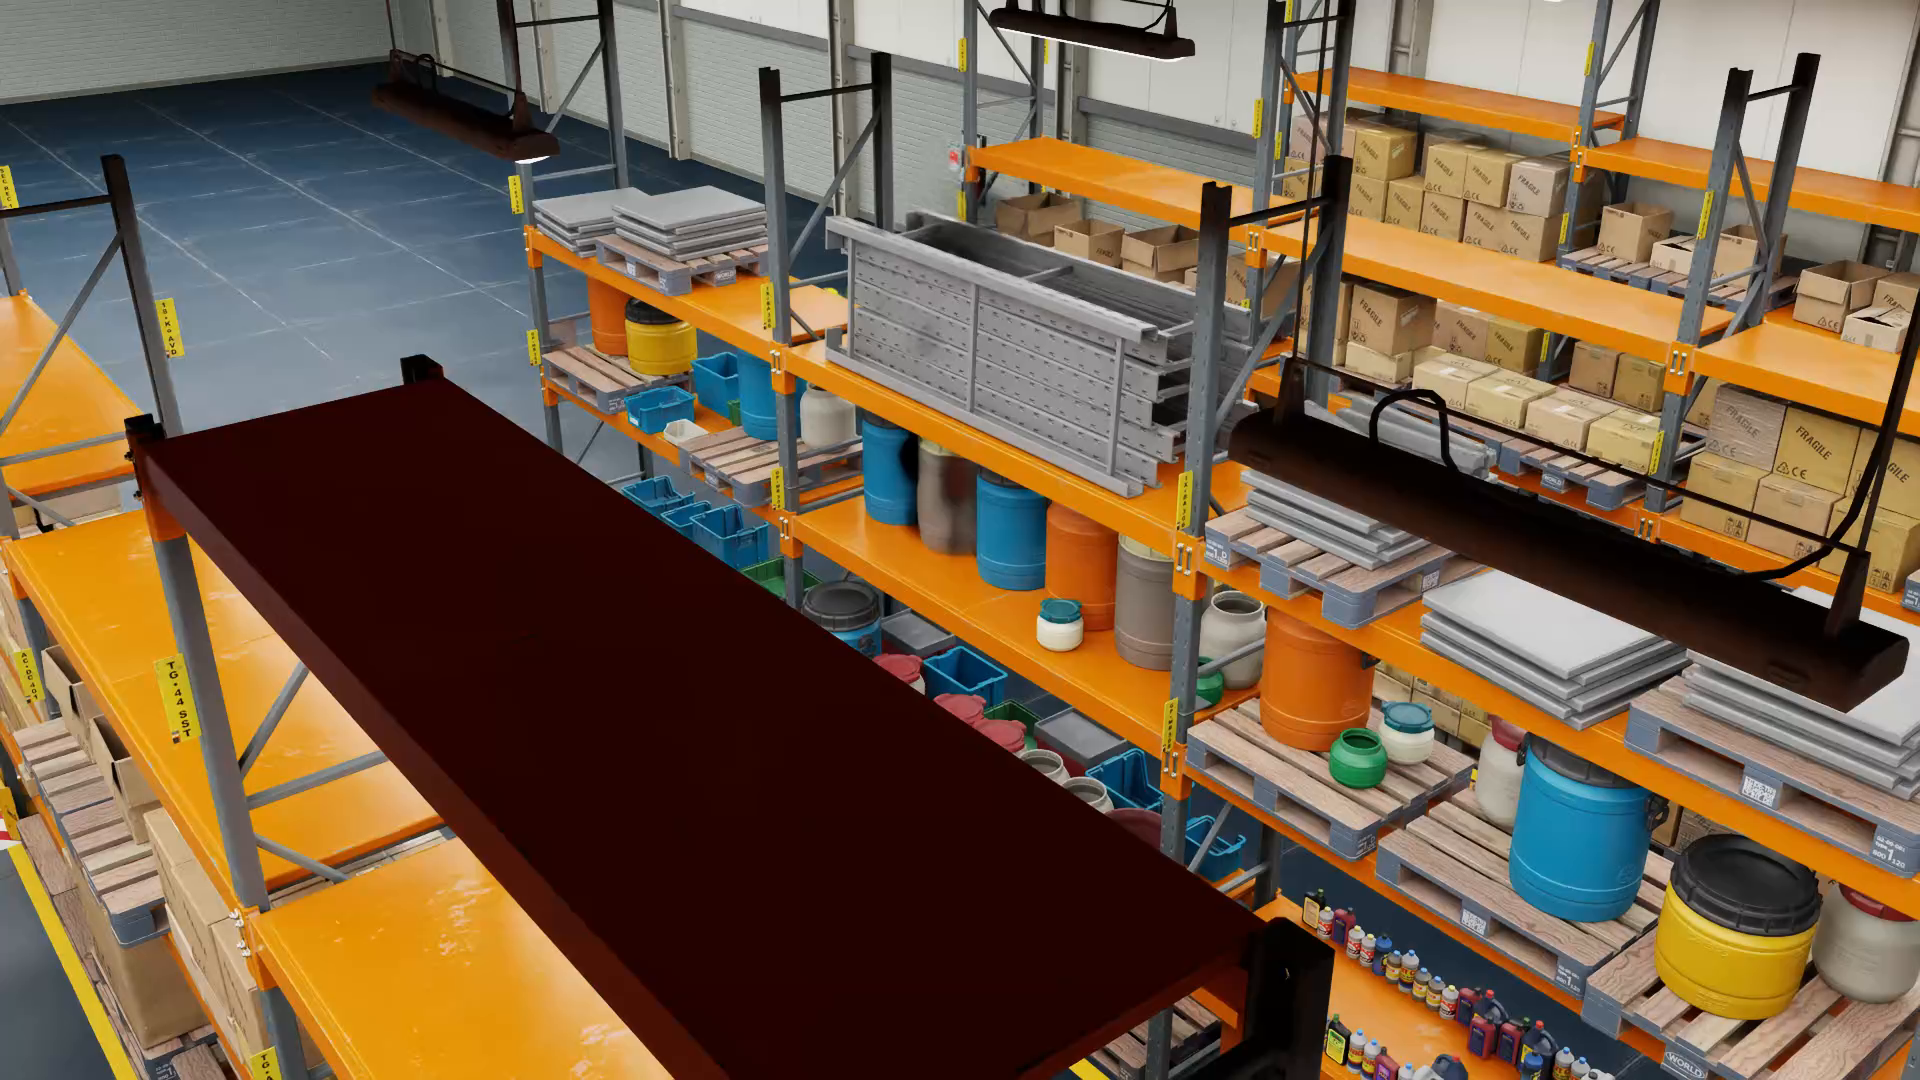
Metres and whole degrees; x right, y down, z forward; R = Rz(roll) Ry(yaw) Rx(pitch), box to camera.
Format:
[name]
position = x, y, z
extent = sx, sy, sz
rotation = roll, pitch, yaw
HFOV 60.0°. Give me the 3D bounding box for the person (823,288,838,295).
[person]
position = -1.651, -2.410, 21.260
extent = 0.623, 1.713, 0.696
rotation = -8, 27, -16
